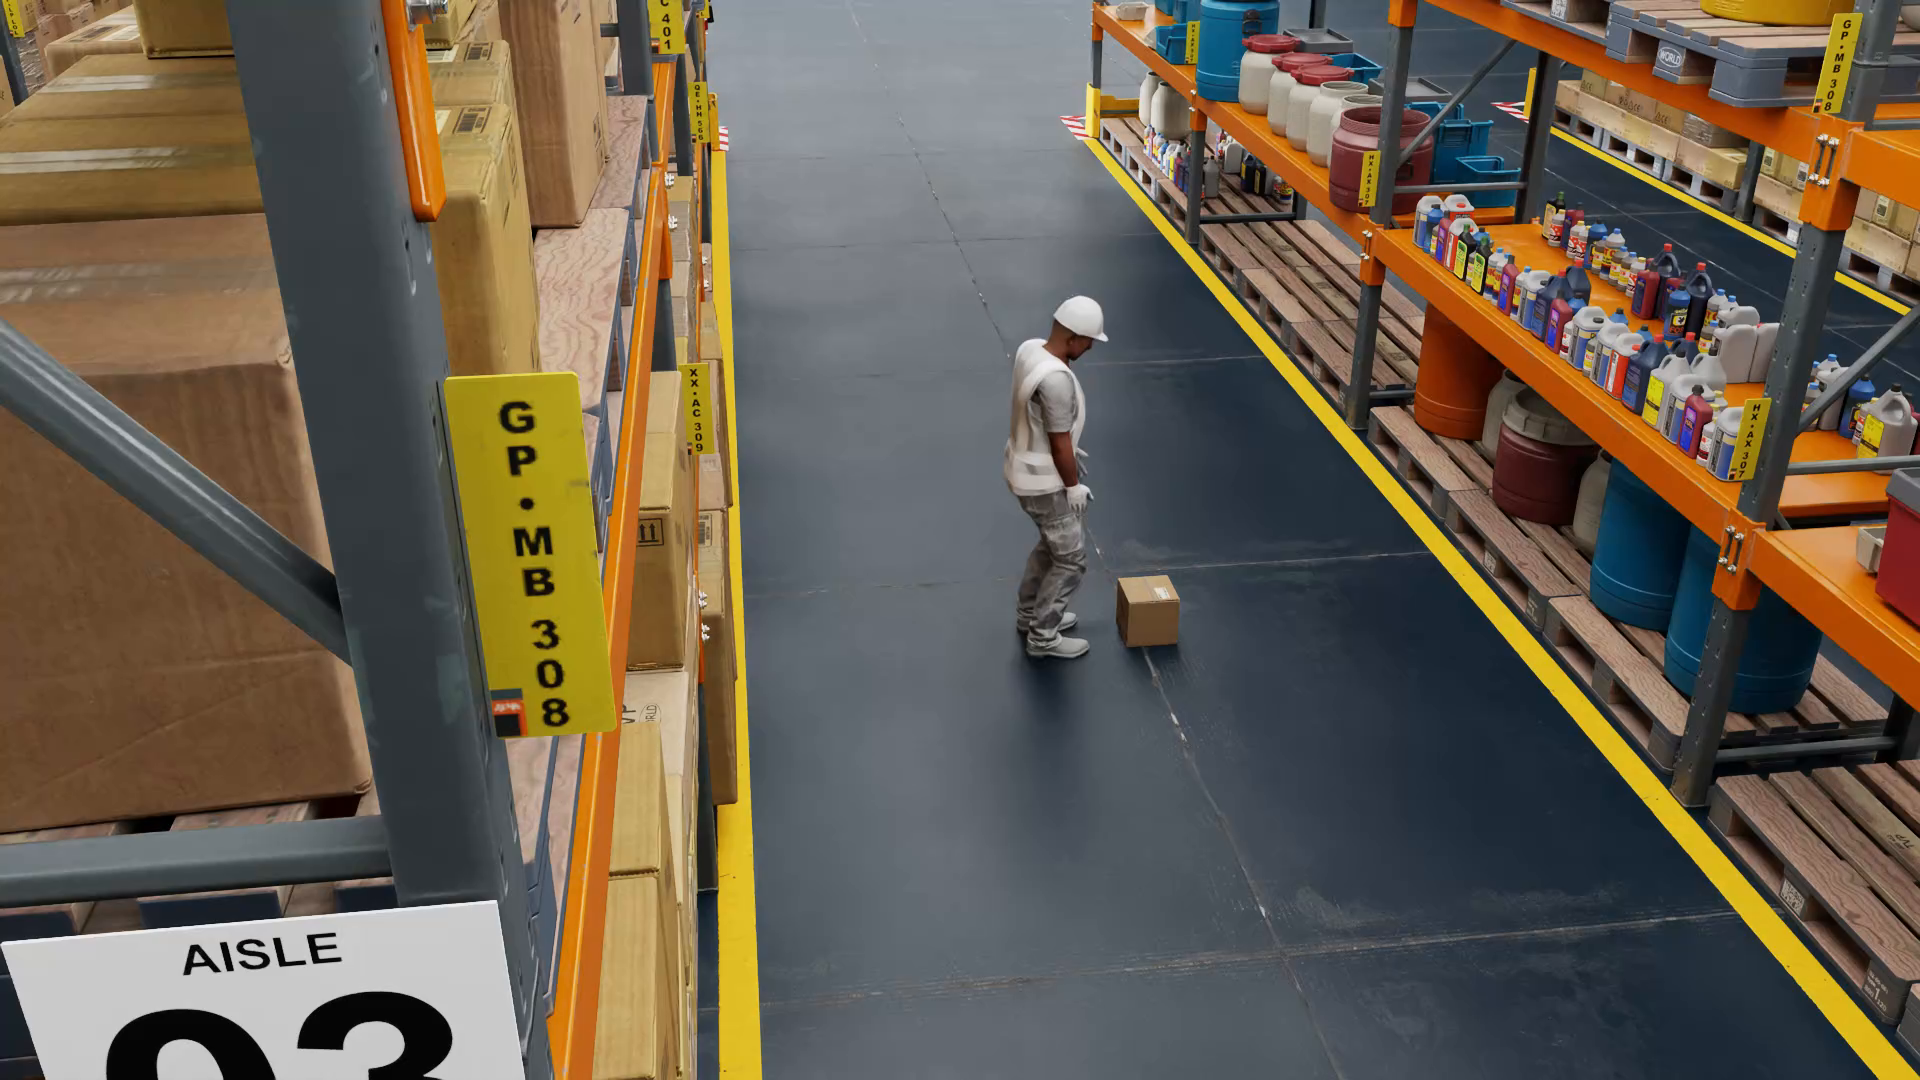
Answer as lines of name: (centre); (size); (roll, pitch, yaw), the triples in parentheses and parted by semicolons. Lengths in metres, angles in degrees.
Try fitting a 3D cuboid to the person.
person: (0.436, -0.299, 7.744); (0.458, 1.732, 0.573); (-3, 27, -6)
